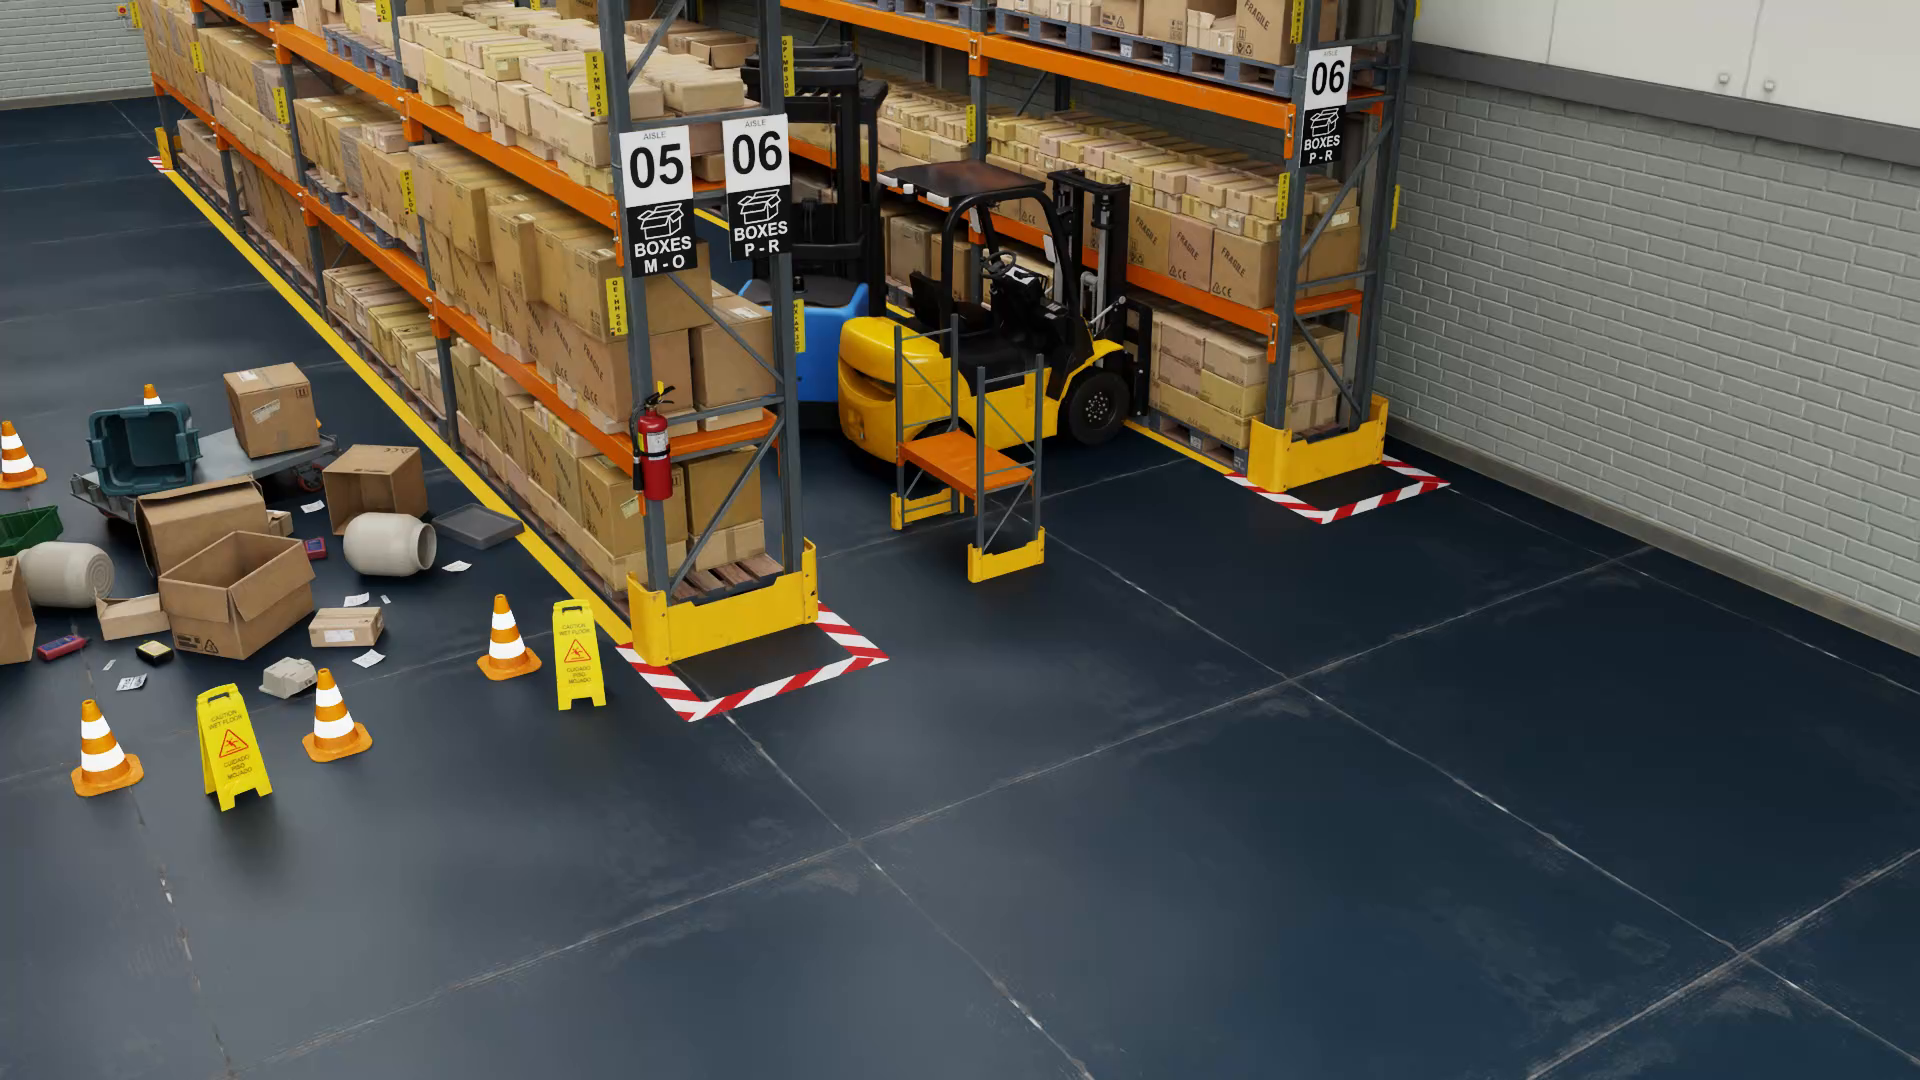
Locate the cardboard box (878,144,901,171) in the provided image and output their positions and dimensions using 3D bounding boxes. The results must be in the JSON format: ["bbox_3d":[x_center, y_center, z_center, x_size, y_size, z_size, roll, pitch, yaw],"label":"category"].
[{"bbox_3d":[-0.469,-3.751,16.321,0.500,0.250,0.500,-15,29,-29],"label":"cardboard box"}]

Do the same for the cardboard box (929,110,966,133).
[{"bbox_3d":[-0.068,-3.933,15.654,0.380,0.149,0.250,-16,29,-30],"label":"cardboard box"}]

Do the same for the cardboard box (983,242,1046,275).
[{"bbox_3d":[0.551,-2.489,15.029,0.500,0.250,0.500,-16,30,-30],"label":"cardboard box"}]

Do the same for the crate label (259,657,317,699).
[{"bbox_3d":[-3.964,0.807,9.842,0.298,0.136,0.250,12,28,24],"label":"crate label"}]

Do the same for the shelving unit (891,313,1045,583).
[{"bbox_3d":[0.042,-0.651,11.334,0.587,1.500,1.083,-16,29,-30],"label":"shelving unit"}]

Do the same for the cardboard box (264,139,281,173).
[{"bbox_3d":[-6.576,-3.841,16.510,0.500,0.250,0.500,-15,29,-29],"label":"cardboard box"}]

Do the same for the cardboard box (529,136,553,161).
[{"bbox_3d":[-2.390,-2.422,10.109,0.380,0.149,0.250,-16,30,-30],"label":"cardboard box"}]

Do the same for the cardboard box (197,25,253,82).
[{"bbox_3d":[-7.975,-5.313,18.164,0.500,0.500,0.500,-15,29,-29],"label":"cardboard box"}]

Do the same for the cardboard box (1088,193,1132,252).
[{"bbox_3d":[1.406,-2.614,13.619,0.500,0.500,0.500,-15,29,-29],"label":"cardboard box"}]

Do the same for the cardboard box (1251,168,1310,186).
[{"bbox_3d":[2.459,-2.741,12.780,0.380,0.149,0.250,-15,29,-29],"label":"cardboard box"}]

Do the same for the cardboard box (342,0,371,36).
[{"bbox_3d":[-4.597,-4.197,13.259,0.500,0.250,0.500,-15,29,-29],"label":"cardboard box"}]

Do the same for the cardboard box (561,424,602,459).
[{"bbox_3d":[-2.336,-0.668,10.705,0.380,0.149,0.250,-15,29,-28],"label":"cardboard box"}]

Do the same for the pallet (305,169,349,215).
[{"bbox_3d":[-5.312,-3.292,15.397,1.213,0.211,1.003,-16,29,-30],"label":"pallet"}]

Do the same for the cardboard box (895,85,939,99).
[{"bbox_3d":[-0.432,-4.492,16.837,0.380,0.149,0.250,-15,29,-28],"label":"cardboard box"}]

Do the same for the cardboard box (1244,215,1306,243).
[{"bbox_3d":[2.309,-2.303,12.200,0.380,0.149,0.250,-15,29,-29],"label":"cardboard box"}]

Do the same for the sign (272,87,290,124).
[{"bbox_3d":[-6.254,-4.002,15.320,0.100,0.325,0.005,-16,29,-30],"label":"sign"}]

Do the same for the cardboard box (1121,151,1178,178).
[{"bbox_3d":[1.519,-3.005,13.339,0.380,0.149,0.250,-15,29,-29],"label":"cardboard box"}]

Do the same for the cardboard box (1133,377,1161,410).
[{"bbox_3d":[1.683,-1.308,13.698,0.500,0.250,0.500,-15,29,-29],"label":"cardboard box"}]

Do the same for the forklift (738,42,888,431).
[{"bbox_3d":[-1.195,-2.802,14.214,1.130,2.935,3.031,2,25,5],"label":"forklift"}]

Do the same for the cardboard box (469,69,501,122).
[{"bbox_3d":[-2.767,-2.836,10.519,0.500,0.250,0.500,-15,29,-29],"label":"cardboard box"}]

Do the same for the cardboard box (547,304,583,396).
[{"bbox_3d":[-2.220,-1.238,10.355,0.500,0.500,0.500,-15,29,-29],"label":"cardboard box"}]

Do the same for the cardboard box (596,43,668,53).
[{"bbox_3d":[-2.046,-3.002,10.404,0.380,0.149,0.250,-15,29,-28],"label":"cardboard box"}]

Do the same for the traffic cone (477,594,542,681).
[{"bbox_3d":[-2.739,0.546,10.013,0.336,0.463,0.334,-16,29,-30],"label":"traffic cone"}]

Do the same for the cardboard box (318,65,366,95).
[{"bbox_3d":[-5.855,-4.340,16.103,0.500,0.500,0.500,-17,30,-31],"label":"cardboard box"}]

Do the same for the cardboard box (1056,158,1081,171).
[{"bbox_3d":[1.026,-3.121,13.933,0.380,0.149,0.250,-16,30,-30],"label":"cardboard box"}]

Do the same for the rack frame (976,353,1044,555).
[{"bbox_3d":[0.324,-0.466,10.942,0.500,1.500,0.032,-16,29,-30],"label":"rack frame"}]

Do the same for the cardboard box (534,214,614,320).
[{"bbox_3d":[-2.155,-1.694,10.151,0.700,0.500,0.500,-15,29,-29],"label":"cardboard box"}]

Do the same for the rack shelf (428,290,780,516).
[{"bbox_3d":[-2.515,-1.138,11.451,1.077,0.370,4.000,-16,29,-30],"label":"rack shelf"}]

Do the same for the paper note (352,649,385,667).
[{"bbox_3d":[-3.607,0.721,10.150,0.142,0.019,0.148,18,31,33],"label":"paper note"}]

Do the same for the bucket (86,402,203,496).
[{"bbox_3d":[-5.693,-0.684,11.702,0.726,0.611,0.620,-6,16,-12],"label":"bucket"}]

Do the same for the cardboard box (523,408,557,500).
[{"bbox_3d":[-2.636,-0.627,11.378,0.500,0.500,0.500,-16,30,-31],"label":"cardboard box"}]

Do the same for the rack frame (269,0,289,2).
[{"bbox_3d":[-5.791,-6.322,14.563,1.000,3.000,0.127,-16,29,-30],"label":"rack frame"}]

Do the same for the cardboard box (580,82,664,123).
[{"bbox_3d":[-1.855,-2.403,9.136,0.380,0.149,0.250,-15,29,-29],"label":"cardboard box"}]

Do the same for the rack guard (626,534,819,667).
[{"bbox_3d":[-1.465,0.356,10.374,1.175,0.500,0.348,-16,29,-30],"label":"rack guard"}]

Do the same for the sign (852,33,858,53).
[{"bbox_3d":[-1.170,-5.421,18.326,0.100,0.325,0.005,-16,29,-30],"label":"sign"}]

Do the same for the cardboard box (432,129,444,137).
[{"bbox_3d":[-4.247,-3.457,13.803,0.380,0.149,0.250,-14,29,-27],"label":"cardboard box"}]

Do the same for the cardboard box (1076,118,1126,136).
[{"bbox_3d":[1.235,-3.575,14.546,0.380,0.149,0.250,-16,30,-30],"label":"cardboard box"}]

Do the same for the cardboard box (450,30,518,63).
[{"bbox_3d":[-3.107,-3.233,10.894,0.380,0.149,0.250,-17,30,-31],"label":"cardboard box"}]

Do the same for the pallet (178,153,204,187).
[{"bbox_3d":[-9.656,-4.942,21.933,1.003,0.211,1.213,-16,29,-30],"label":"pallet"}]

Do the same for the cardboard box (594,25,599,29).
[{"bbox_3d":[-4.847,-6.747,22.318,0.500,0.250,0.500,-16,30,-30],"label":"cardboard box"}]

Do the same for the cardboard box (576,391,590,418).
[{"bbox_3d":[-2.160,-0.879,10.356,0.380,0.149,0.250,-16,30,-30],"label":"cardboard box"}]

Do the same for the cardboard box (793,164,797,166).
[{"bbox_3d":[-1.880,-4.223,19.580,0.500,0.500,0.500,-15,29,-29],"label":"cardboard box"}]

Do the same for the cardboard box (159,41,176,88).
[{"bbox_3d":[-9.574,-5.917,20.615,0.500,0.500,0.500,-16,29,-30],"label":"cardboard box"}]

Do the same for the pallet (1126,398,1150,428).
[{"bbox_3d":[1.619,-1.345,14.313,1.003,0.211,1.213,-16,29,-30],"label":"pallet"}]

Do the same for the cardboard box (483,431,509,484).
[{"bbox_3d":[-3.210,-0.663,12.331,0.500,0.250,0.500,-14,29,-27],"label":"cardboard box"}]

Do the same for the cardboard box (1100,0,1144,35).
[{"bbox_3d":[1.525,-4.253,12.965,0.797,0.503,0.637,-15,29,-28],"label":"cardboard box"}]

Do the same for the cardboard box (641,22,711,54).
[{"bbox_3d":[-3.458,-6.023,20.347,0.700,0.500,0.500,-15,29,-29],"label":"cardboard box"}]

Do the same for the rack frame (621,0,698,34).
[{"bbox_3d":[-3.817,-6.198,21.328,1.000,3.000,0.127,-16,29,-30],"label":"rack frame"}]

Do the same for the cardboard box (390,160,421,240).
[{"bbox_3d":[-4.051,-2.660,12.875,0.500,0.500,0.500,-16,30,-31],"label":"cardboard box"}]

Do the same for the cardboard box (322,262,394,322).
[{"bbox_3d":[-5.490,-2.406,15.882,0.950,0.372,0.625,-18,31,-33],"label":"cardboard box"}]

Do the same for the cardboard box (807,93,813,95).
[{"bbox_3d":[-1.398,-4.742,17.367,0.380,0.149,0.250,-15,29,-28],"label":"cardboard box"}]

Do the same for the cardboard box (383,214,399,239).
[{"bbox_3d":[-4.419,-2.557,13.417,0.380,0.149,0.250,-16,30,-30],"label":"cardboard box"}]

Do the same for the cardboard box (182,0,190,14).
[{"bbox_3d":[-8.743,-6.164,19.208,0.380,0.149,0.250,-16,30,-30],"label":"cardboard box"}]

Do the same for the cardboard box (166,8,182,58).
[{"bbox_3d":[-9.019,-6.005,19.630,0.500,0.500,0.500,-15,29,-29],"label":"cardboard box"}]
